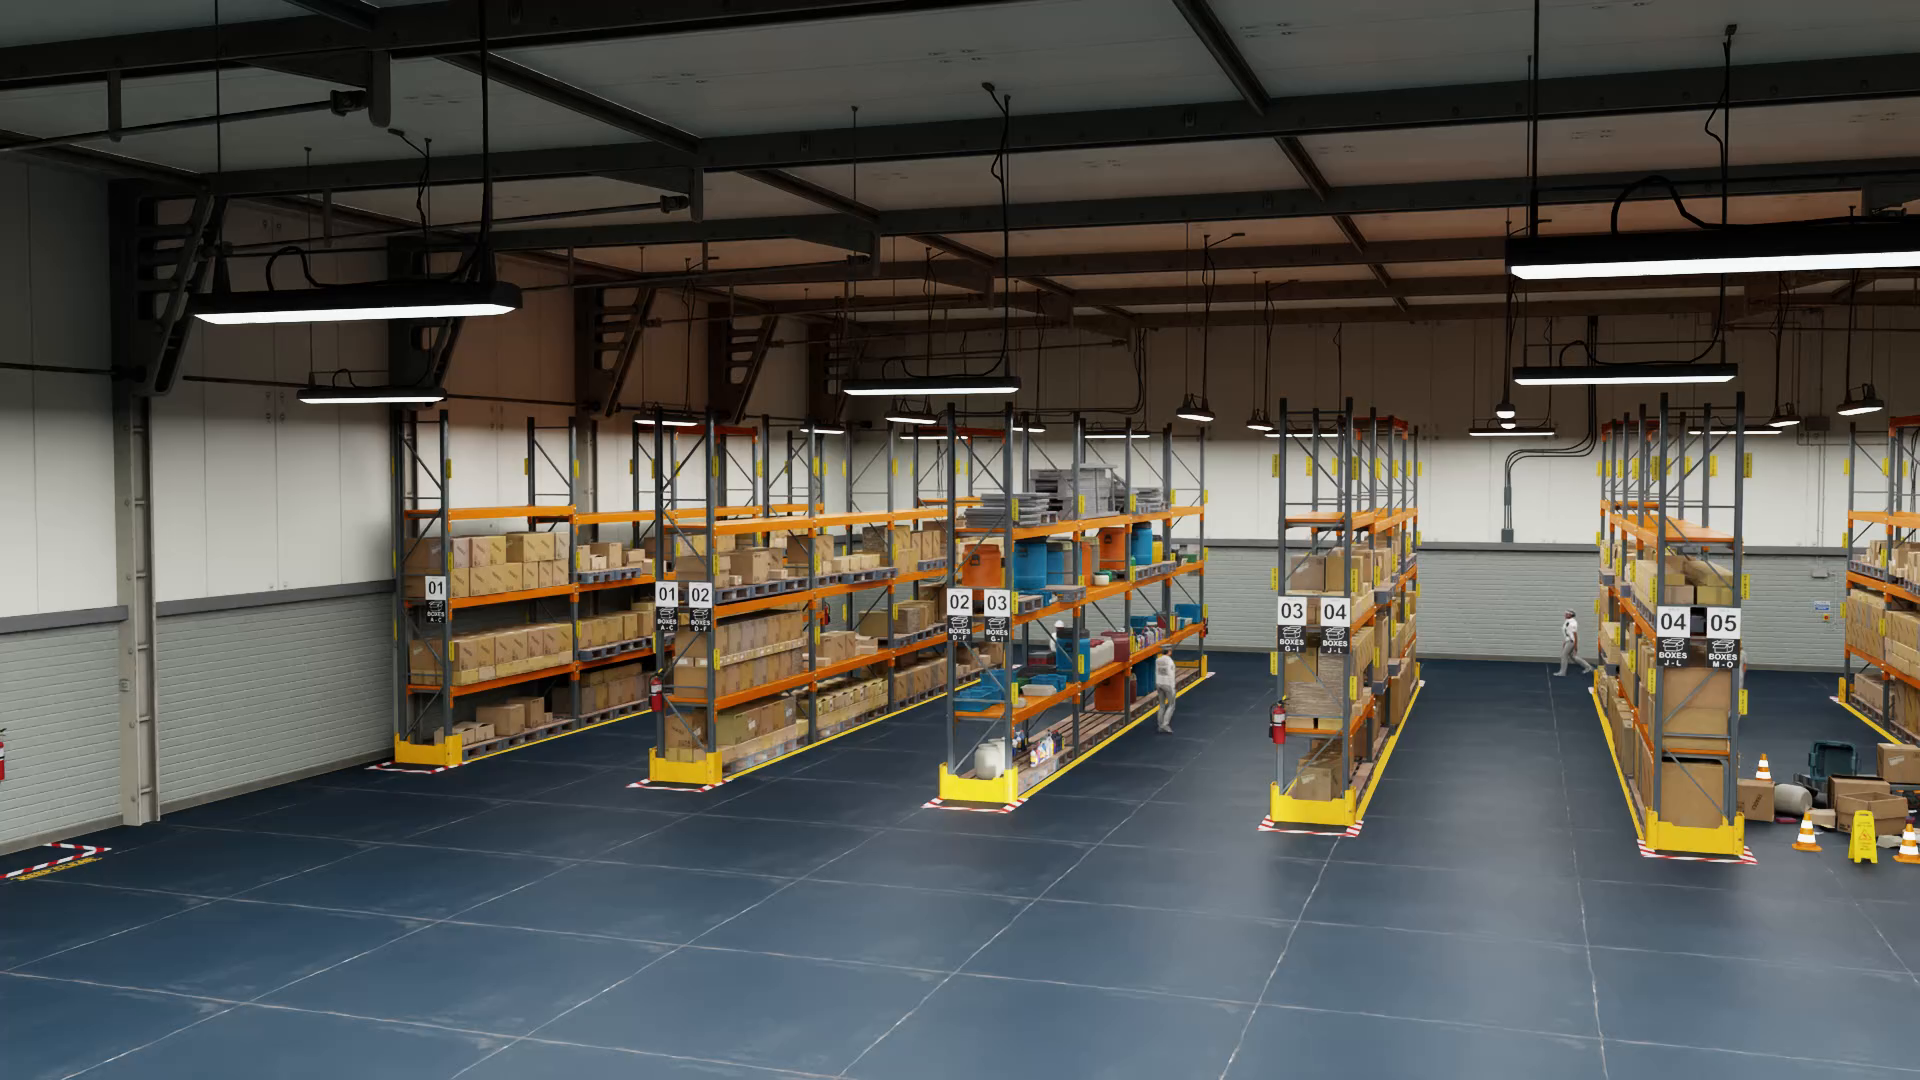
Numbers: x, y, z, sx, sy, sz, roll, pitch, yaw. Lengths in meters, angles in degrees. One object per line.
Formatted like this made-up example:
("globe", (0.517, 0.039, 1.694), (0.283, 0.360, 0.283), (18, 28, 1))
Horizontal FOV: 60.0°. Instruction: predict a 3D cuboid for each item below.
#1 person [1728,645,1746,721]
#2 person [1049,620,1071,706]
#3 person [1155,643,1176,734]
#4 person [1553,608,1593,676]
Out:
("person", (15.392, 2.781, 32.999), (0.444, 1.715, 0.595), (1, 3, 13))
("person", (2.111, 2.613, 35.260), (0.631, 1.822, 0.593), (2, 3, 32))
("person", (3.897, 2.828, 31.657), (0.405, 1.705, 0.534), (-2, 3, -36))
("person", (14.745, 2.452, 39.976), (0.923, 1.645, 0.462), (0, 2, 11))
